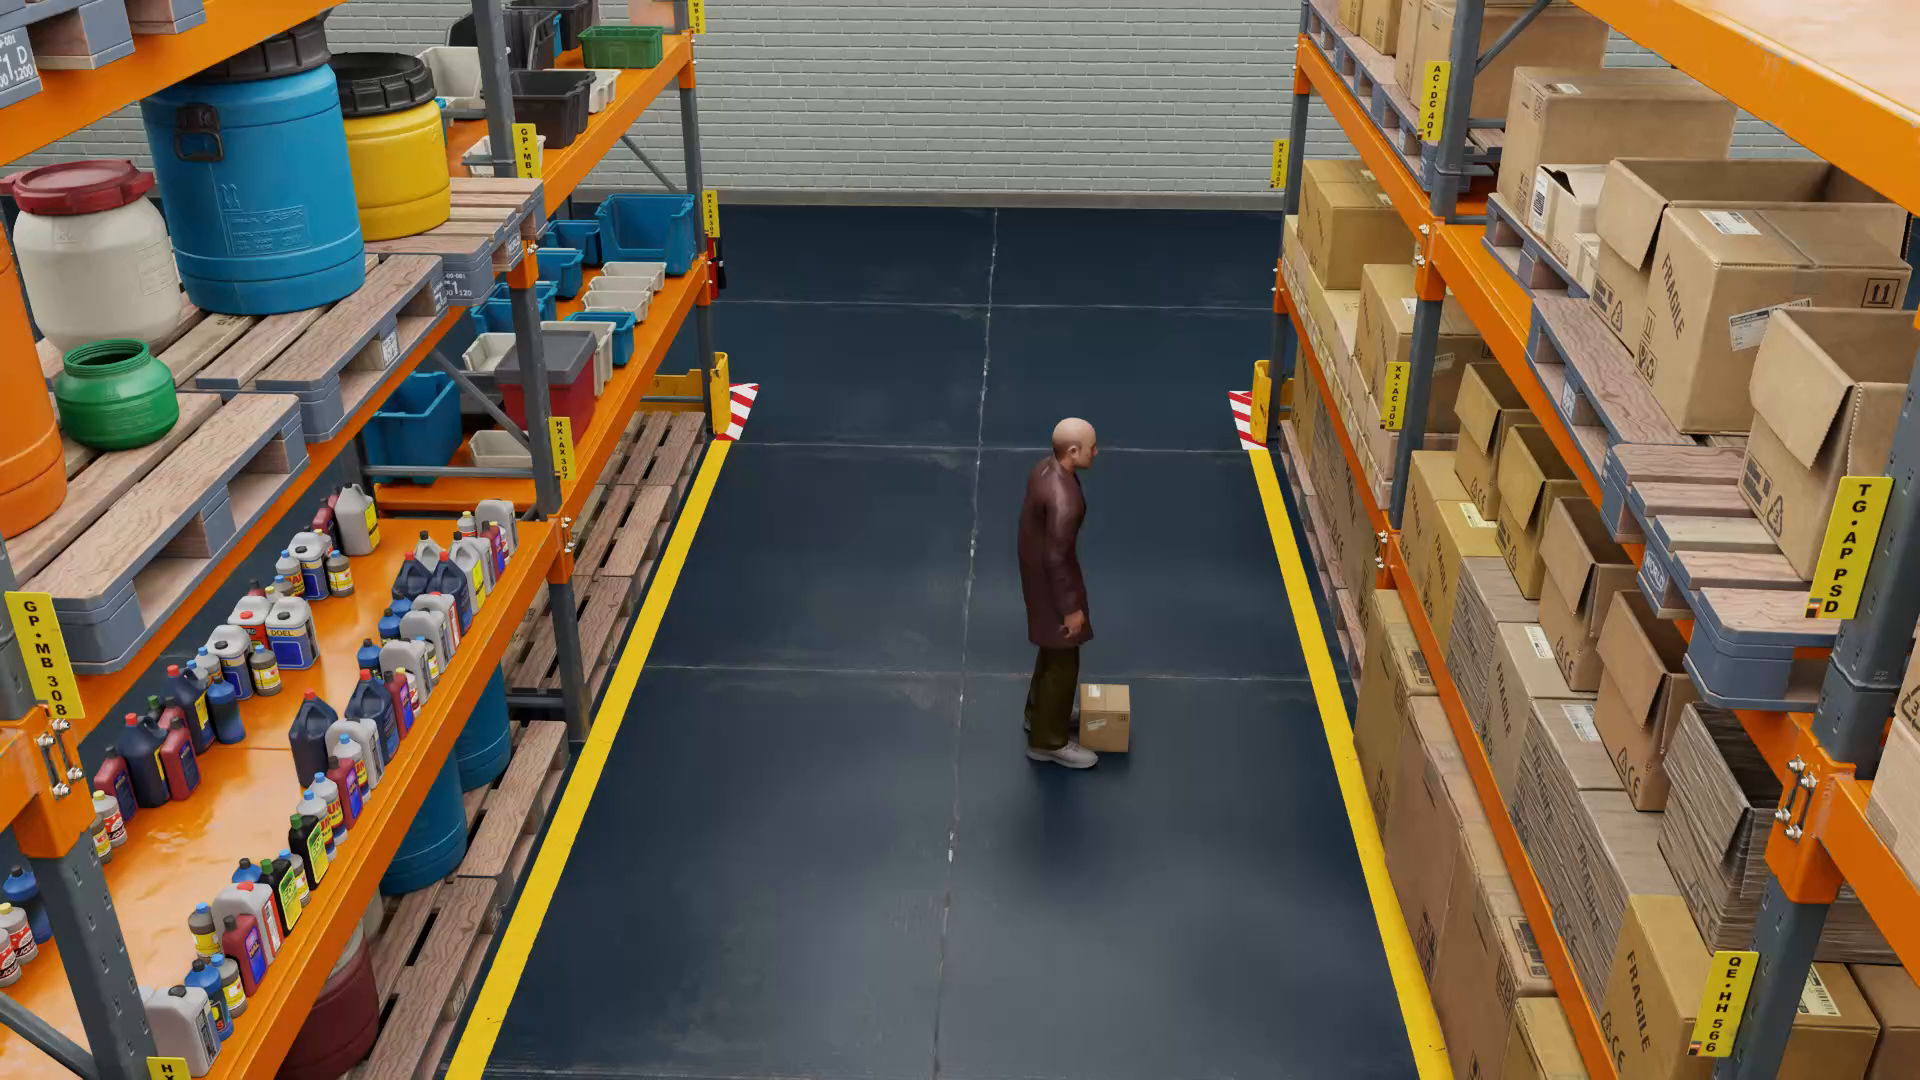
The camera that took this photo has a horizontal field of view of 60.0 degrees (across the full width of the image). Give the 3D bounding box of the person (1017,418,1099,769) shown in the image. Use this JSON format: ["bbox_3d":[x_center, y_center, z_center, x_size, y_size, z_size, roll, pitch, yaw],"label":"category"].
[{"bbox_3d":[0.492,0.229,8.199,0.423,1.774,0.653,-1,28,-1],"label":"person"}]
